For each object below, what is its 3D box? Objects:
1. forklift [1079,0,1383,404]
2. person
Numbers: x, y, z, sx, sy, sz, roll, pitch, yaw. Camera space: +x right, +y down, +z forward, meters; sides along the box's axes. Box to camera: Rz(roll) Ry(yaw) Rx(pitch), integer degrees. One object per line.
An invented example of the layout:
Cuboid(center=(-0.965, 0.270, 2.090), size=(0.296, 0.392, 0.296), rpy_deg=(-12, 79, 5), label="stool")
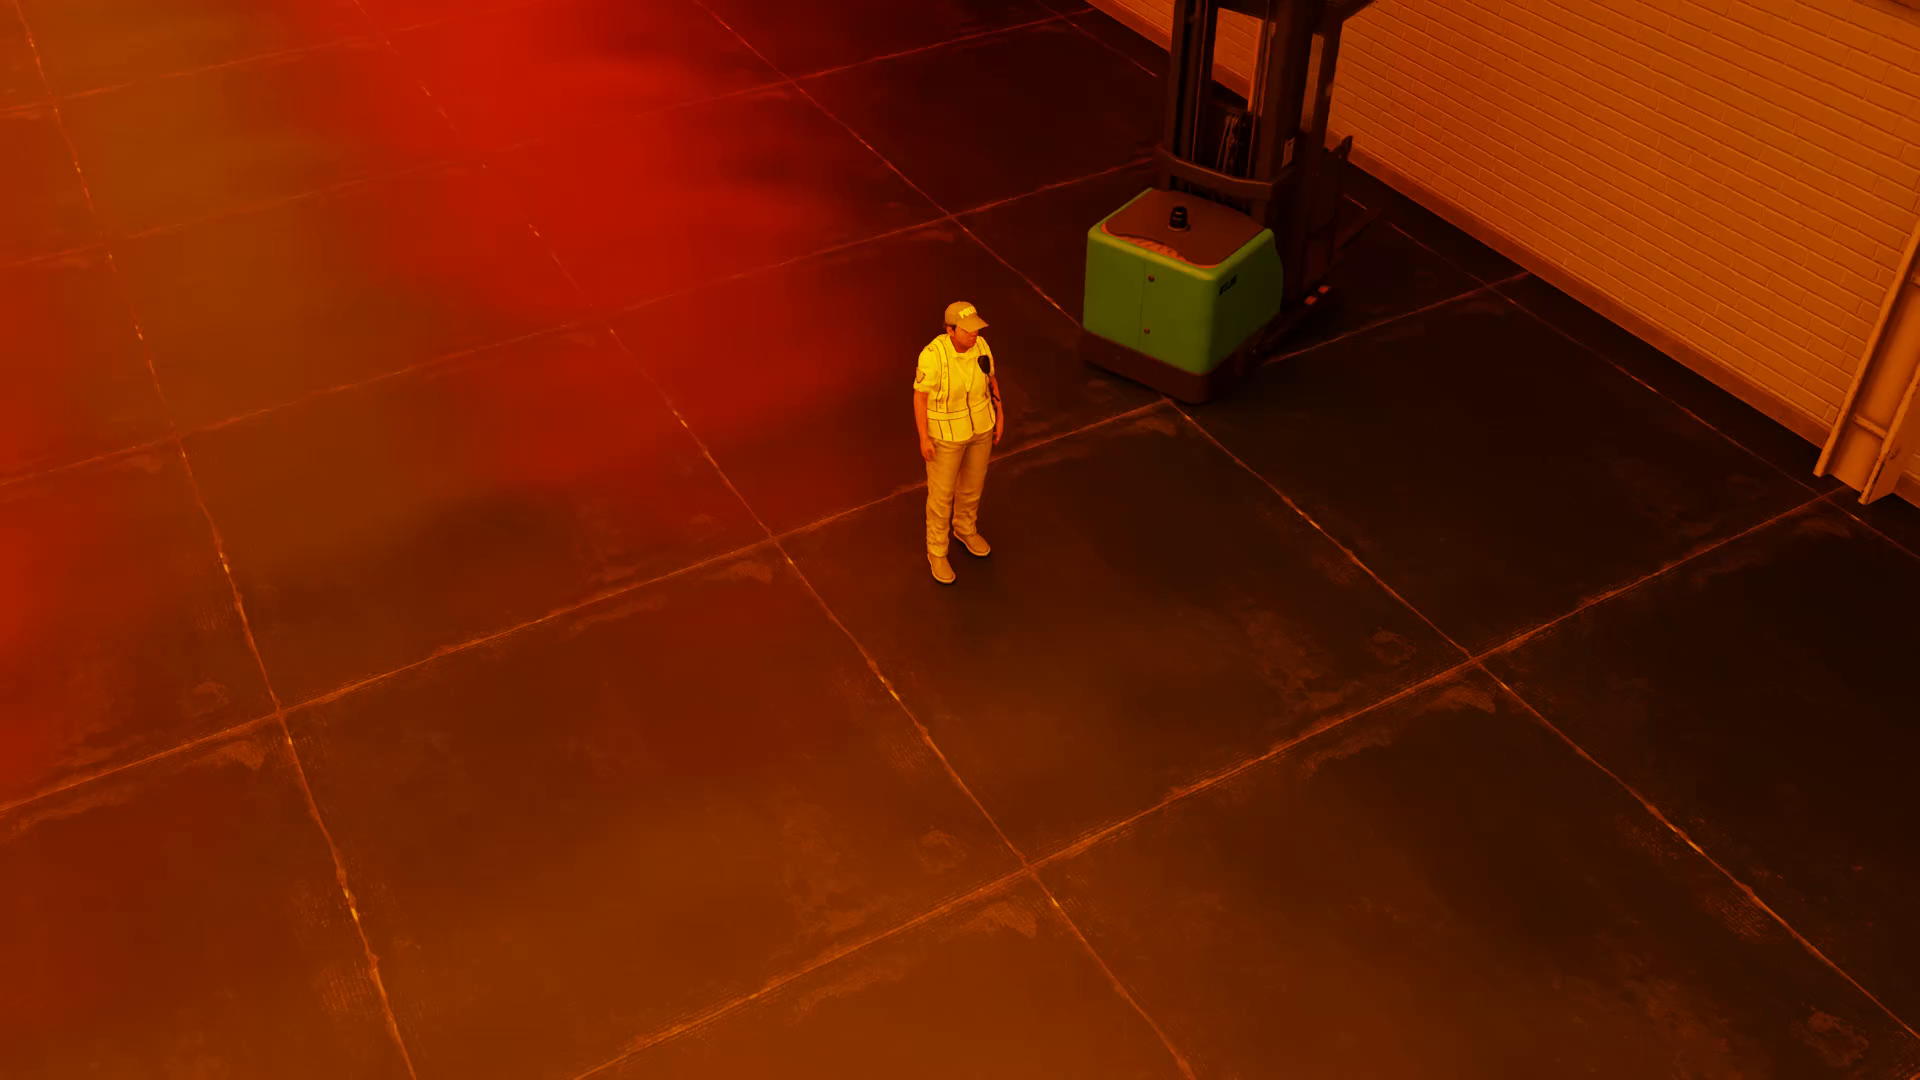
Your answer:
Cuboid(center=(2.146, -2.941, 11.582), size=(1.130, 2.935, 3.031), rpy_deg=(26, 46, 28), label="forklift")
Cuboid(center=(0.019, -0.598, 9.735), size=(0.598, 1.670, 0.529), rpy_deg=(-20, 44, -23), label="person")
